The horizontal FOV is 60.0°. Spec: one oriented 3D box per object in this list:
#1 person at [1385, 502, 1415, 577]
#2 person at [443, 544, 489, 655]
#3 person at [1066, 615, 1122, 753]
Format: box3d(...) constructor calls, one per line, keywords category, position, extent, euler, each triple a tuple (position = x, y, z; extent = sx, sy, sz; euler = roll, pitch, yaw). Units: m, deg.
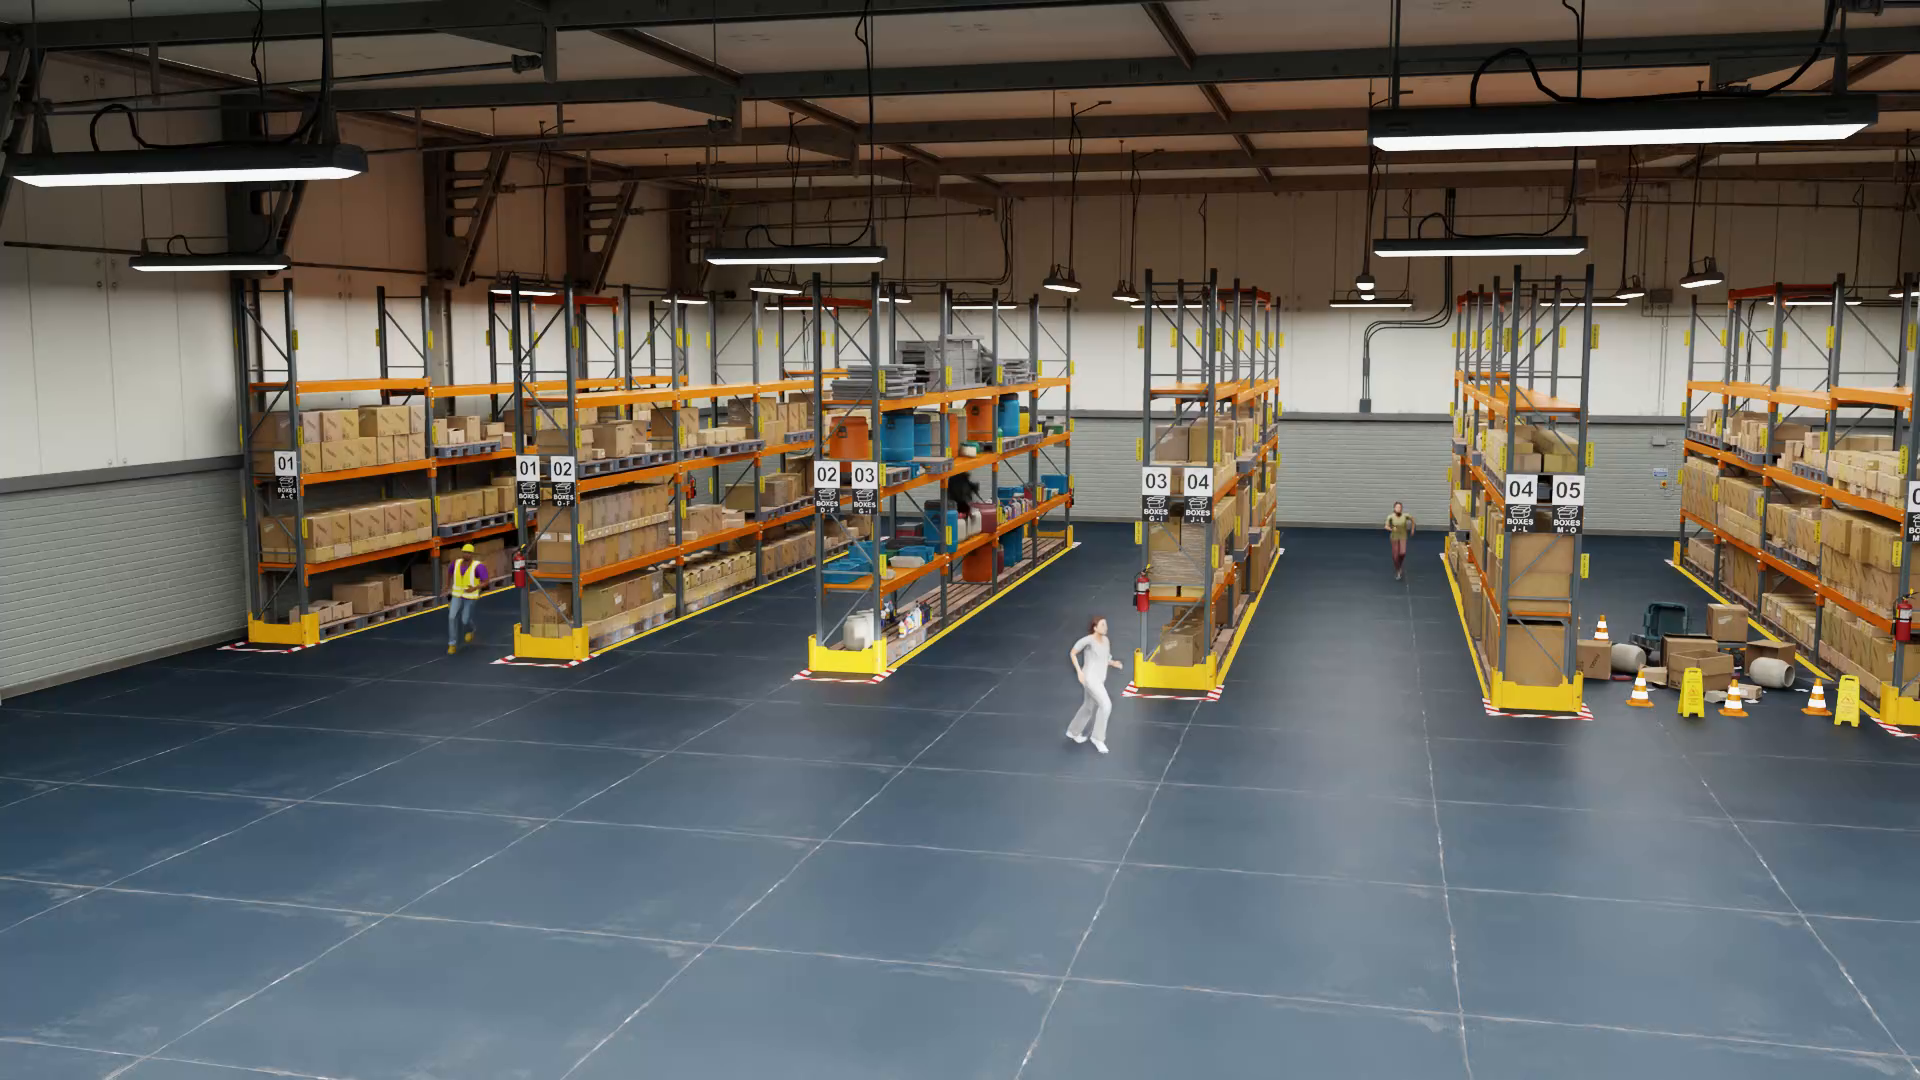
box3d(category="person", position=(9.230, -0.001, 34.927), extent=(0.616, 1.616, 0.702), euler=(2, 7, 13))
box3d(category="person", position=(-7.995, 0.931, 26.944), extent=(0.738, 1.765, 0.877), euler=(0, 7, 3))
box3d(category="person", position=(1.634, 1.752, 20.410), extent=(0.817, 1.699, 0.480), euler=(5, 9, 37))
